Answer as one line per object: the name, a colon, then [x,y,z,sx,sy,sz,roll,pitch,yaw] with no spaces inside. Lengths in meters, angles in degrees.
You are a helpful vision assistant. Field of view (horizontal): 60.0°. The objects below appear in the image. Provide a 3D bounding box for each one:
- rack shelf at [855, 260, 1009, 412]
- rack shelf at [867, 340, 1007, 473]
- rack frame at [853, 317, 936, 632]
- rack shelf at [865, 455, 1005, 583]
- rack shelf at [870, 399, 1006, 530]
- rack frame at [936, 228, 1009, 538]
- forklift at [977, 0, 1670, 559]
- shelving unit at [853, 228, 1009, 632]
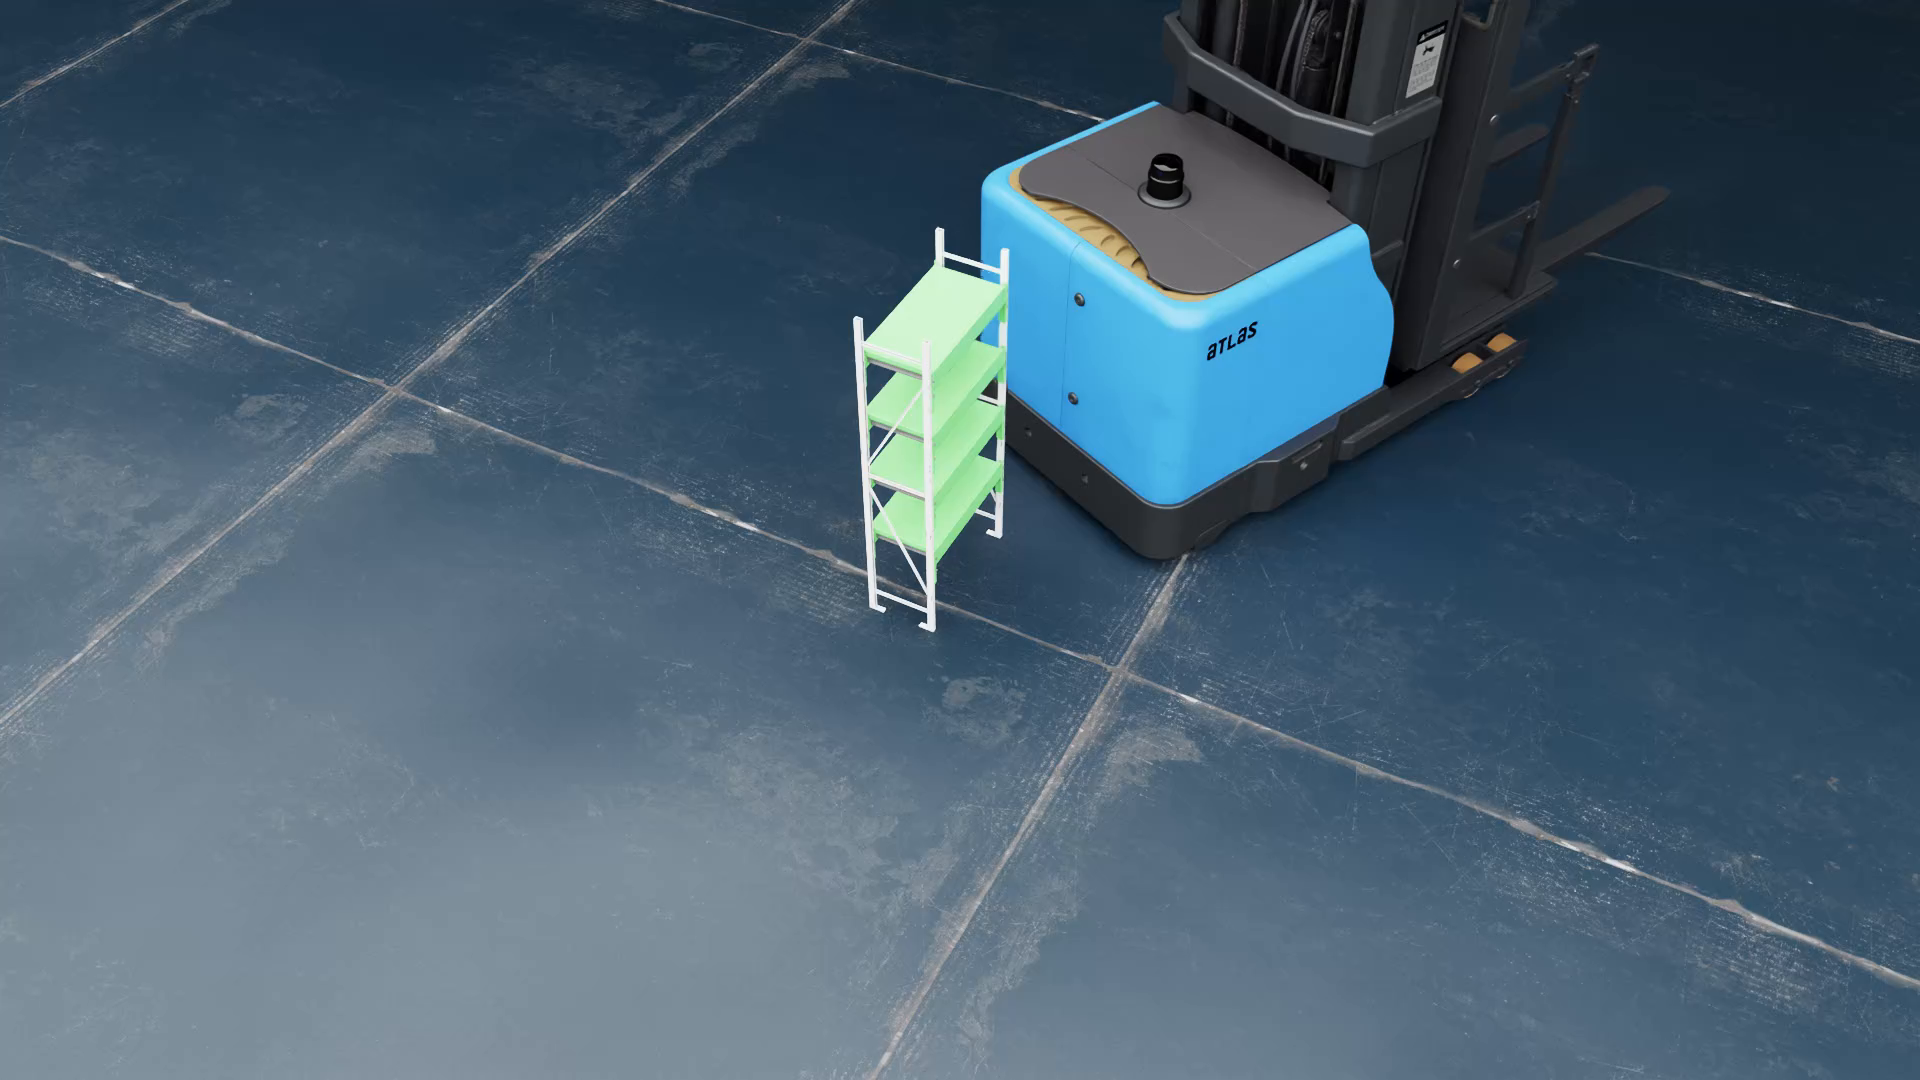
rack shelf: [-0.077,-0.610,4.924,0.258,0.148,0.480,20,49,19]
rack shelf: [-0.077,-0.441,5.095,0.258,0.148,0.480,20,49,19]
rack frame: [-0.190,-0.164,5.068,0.240,1.200,0.015,20,49,19]
rack shelf: [-0.077,-0.104,5.436,0.258,0.148,0.480,20,49,19]
rack shelf: [-0.077,-0.273,5.266,0.258,0.148,0.480,20,49,19]
rack frame: [0.036,-0.471,5.372,0.240,1.200,0.015,20,49,19]
forklift: [1.531,-1.838,5.506,3.031,2.935,1.130,-29,52,-26]
shelving unit: [-0.077,-0.317,5.220,0.258,1.200,0.503,20,49,19]
